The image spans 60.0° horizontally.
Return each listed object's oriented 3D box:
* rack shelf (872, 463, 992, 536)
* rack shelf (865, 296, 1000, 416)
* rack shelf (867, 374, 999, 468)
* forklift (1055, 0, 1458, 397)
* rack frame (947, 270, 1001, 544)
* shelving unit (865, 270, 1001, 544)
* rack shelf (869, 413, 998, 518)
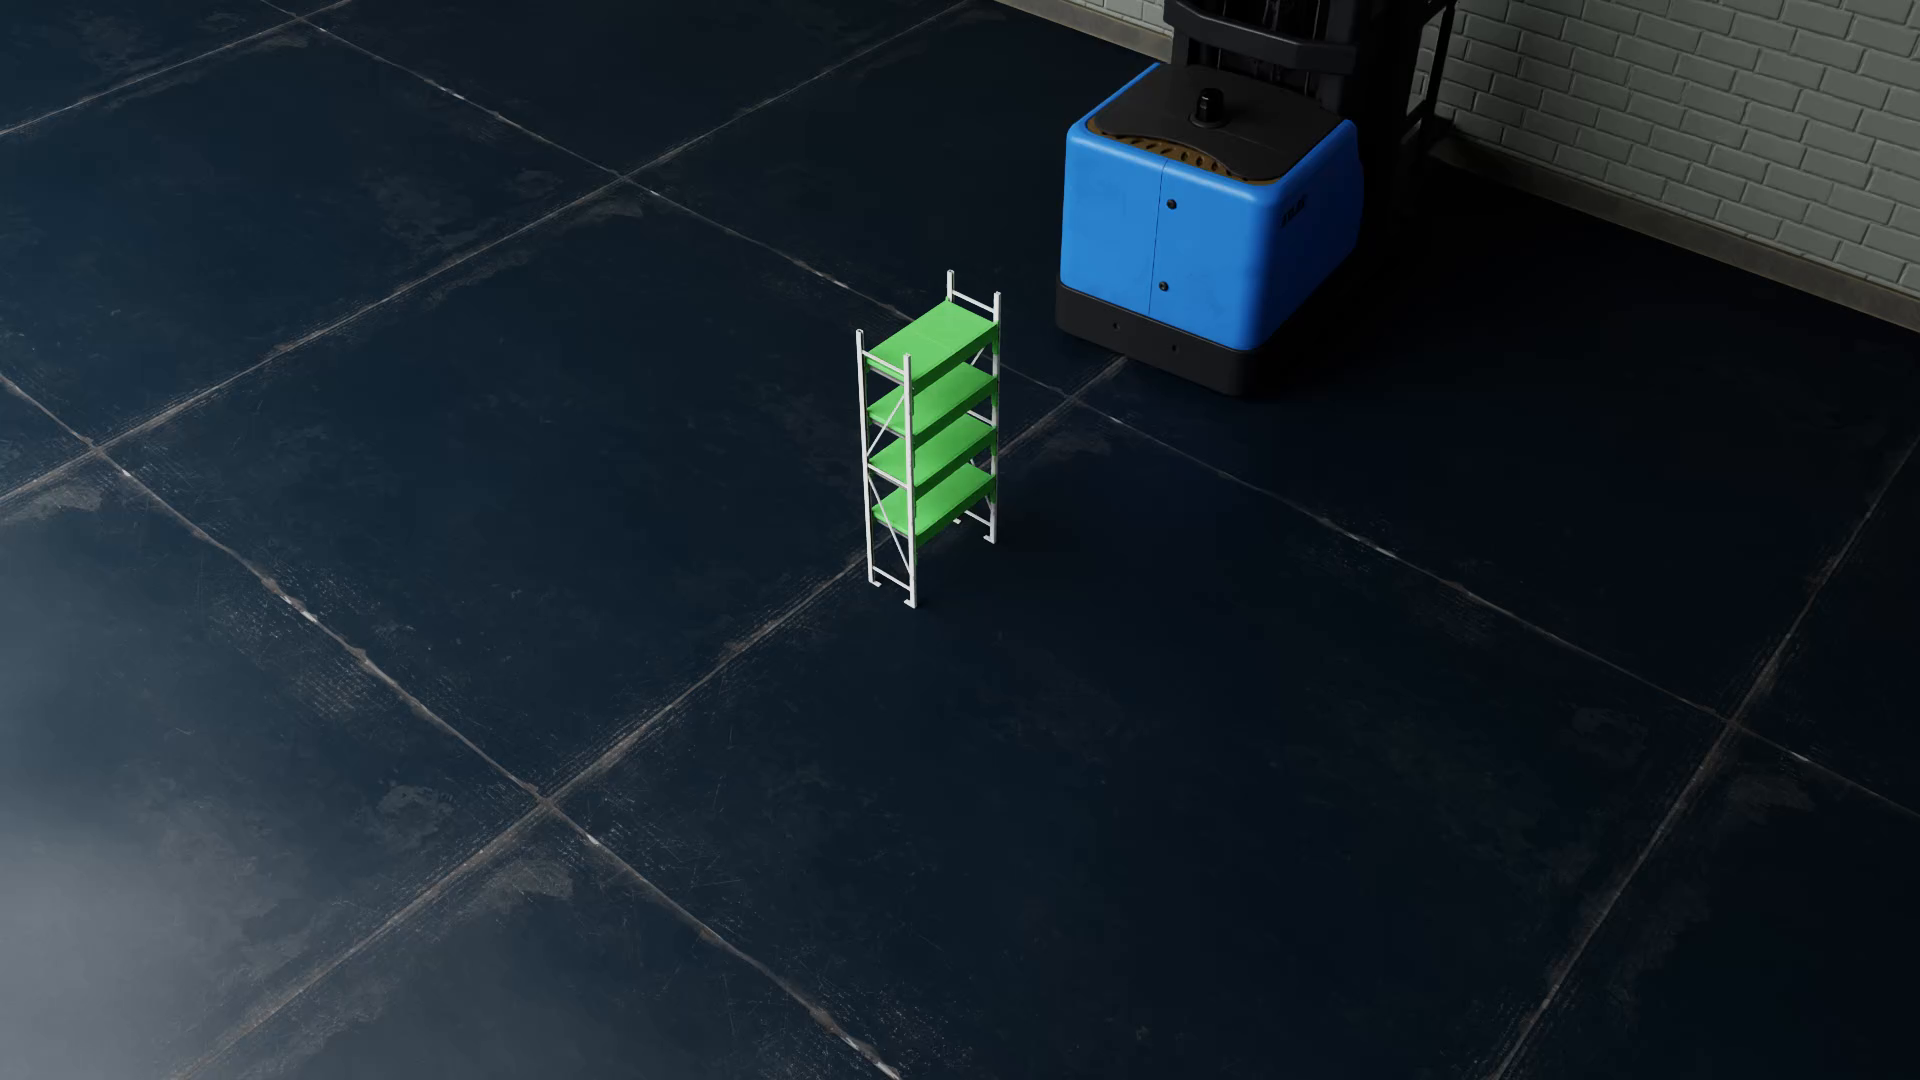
[{"bbox_3d":[-0.107,-0.173,6.421,0.221,0.021,0.457,29,50,28],"label":"rack shelf"},{"bbox_3d":[-0.107,-0.667,5.973,0.258,0.148,0.480,29,50,28],"label":"rack shelf"},{"bbox_3d":[-0.107,-0.489,6.134,0.258,0.148,0.480,29,50,28],"label":"rack shelf"},{"bbox_3d":[1.695,-2.672,7.510,1.130,2.935,3.031,25,48,25],"label":"forklift"},{"bbox_3d":[0.050,-0.484,6.391,0.240,1.200,0.015,29,50,28],"label":"rack frame"},{"bbox_3d":[-0.103,-0.362,6.256,0.258,1.200,0.492,29,50,28],"label":"shelving unit"},{"bbox_3d":[-0.107,-0.311,6.296,0.258,0.148,0.480,29,50,28],"label":"rack shelf"}]
